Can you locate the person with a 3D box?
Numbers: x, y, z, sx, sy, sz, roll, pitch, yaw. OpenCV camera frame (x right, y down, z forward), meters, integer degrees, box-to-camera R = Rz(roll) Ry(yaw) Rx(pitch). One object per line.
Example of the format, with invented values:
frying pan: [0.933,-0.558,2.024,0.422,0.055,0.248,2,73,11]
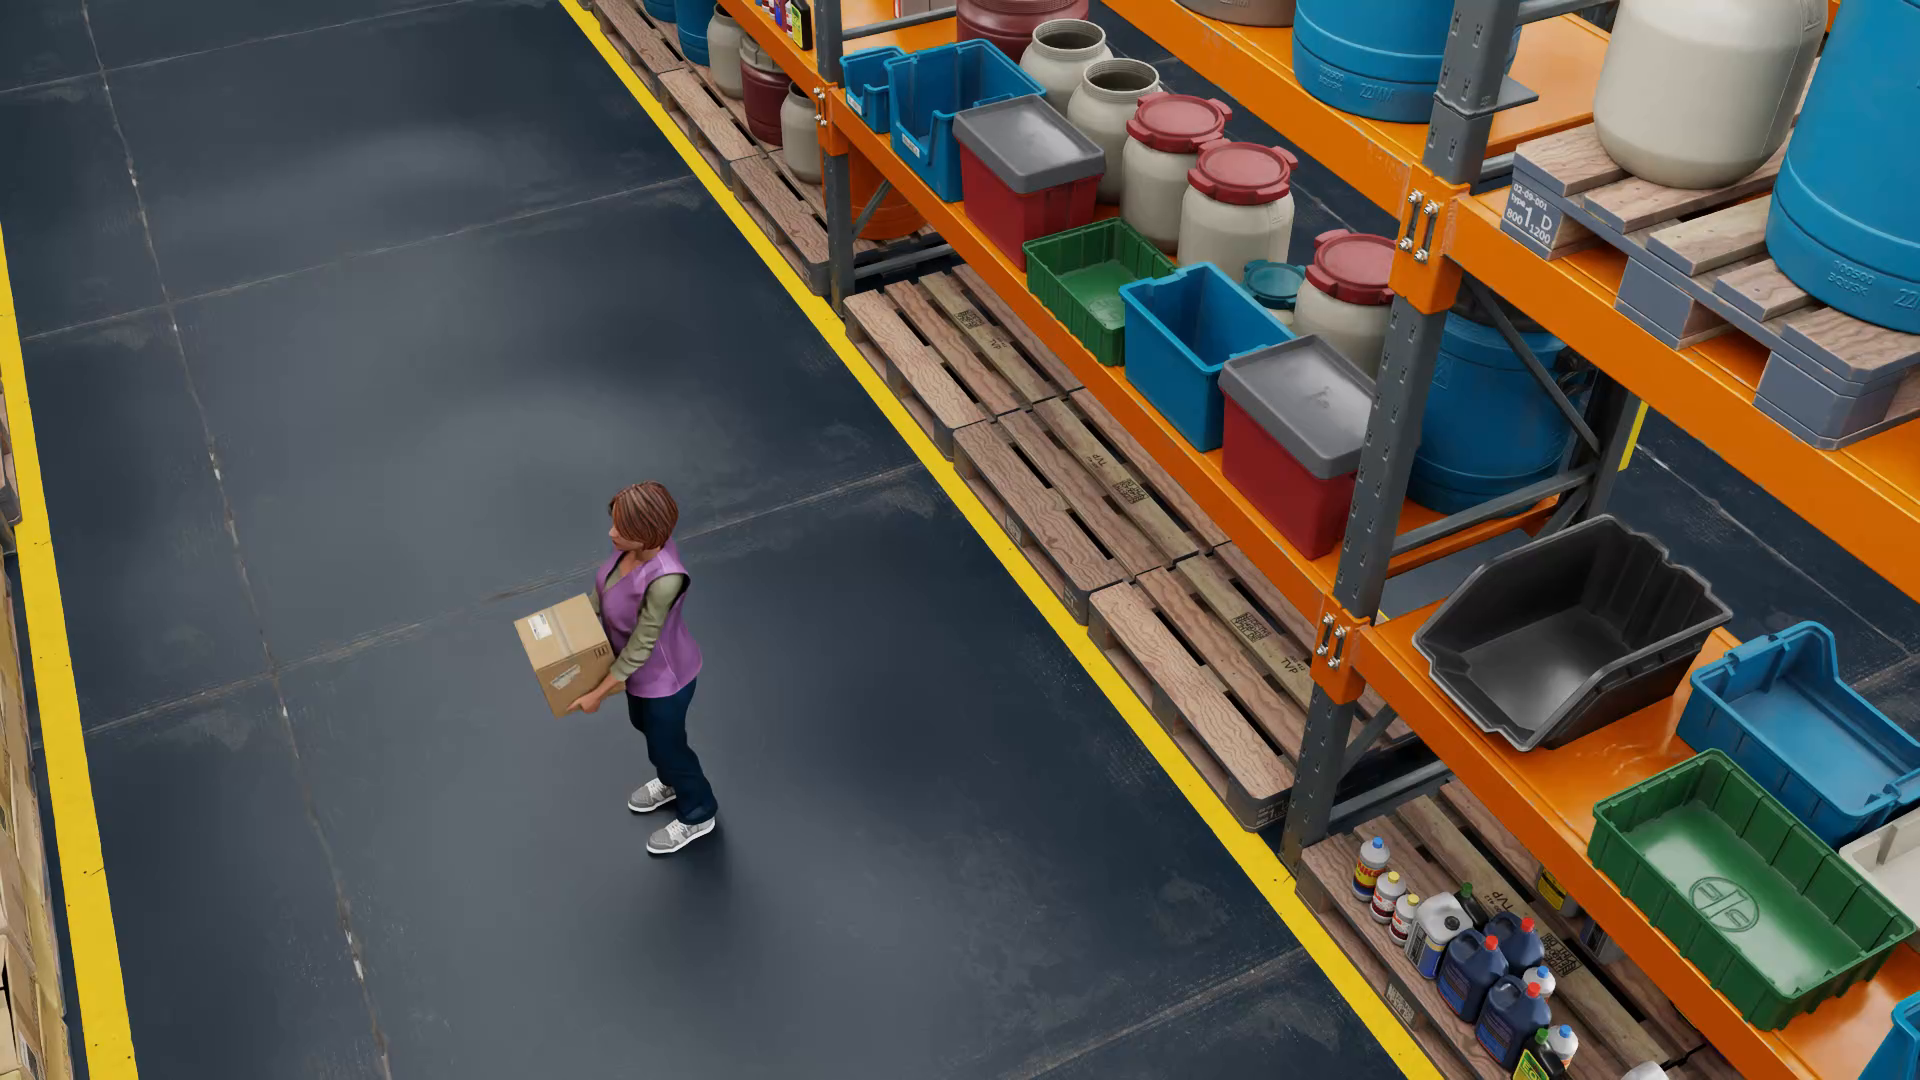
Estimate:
person: [-1.125,0.460,5.658,0.494,1.593,0.404,-18,45,-19]
